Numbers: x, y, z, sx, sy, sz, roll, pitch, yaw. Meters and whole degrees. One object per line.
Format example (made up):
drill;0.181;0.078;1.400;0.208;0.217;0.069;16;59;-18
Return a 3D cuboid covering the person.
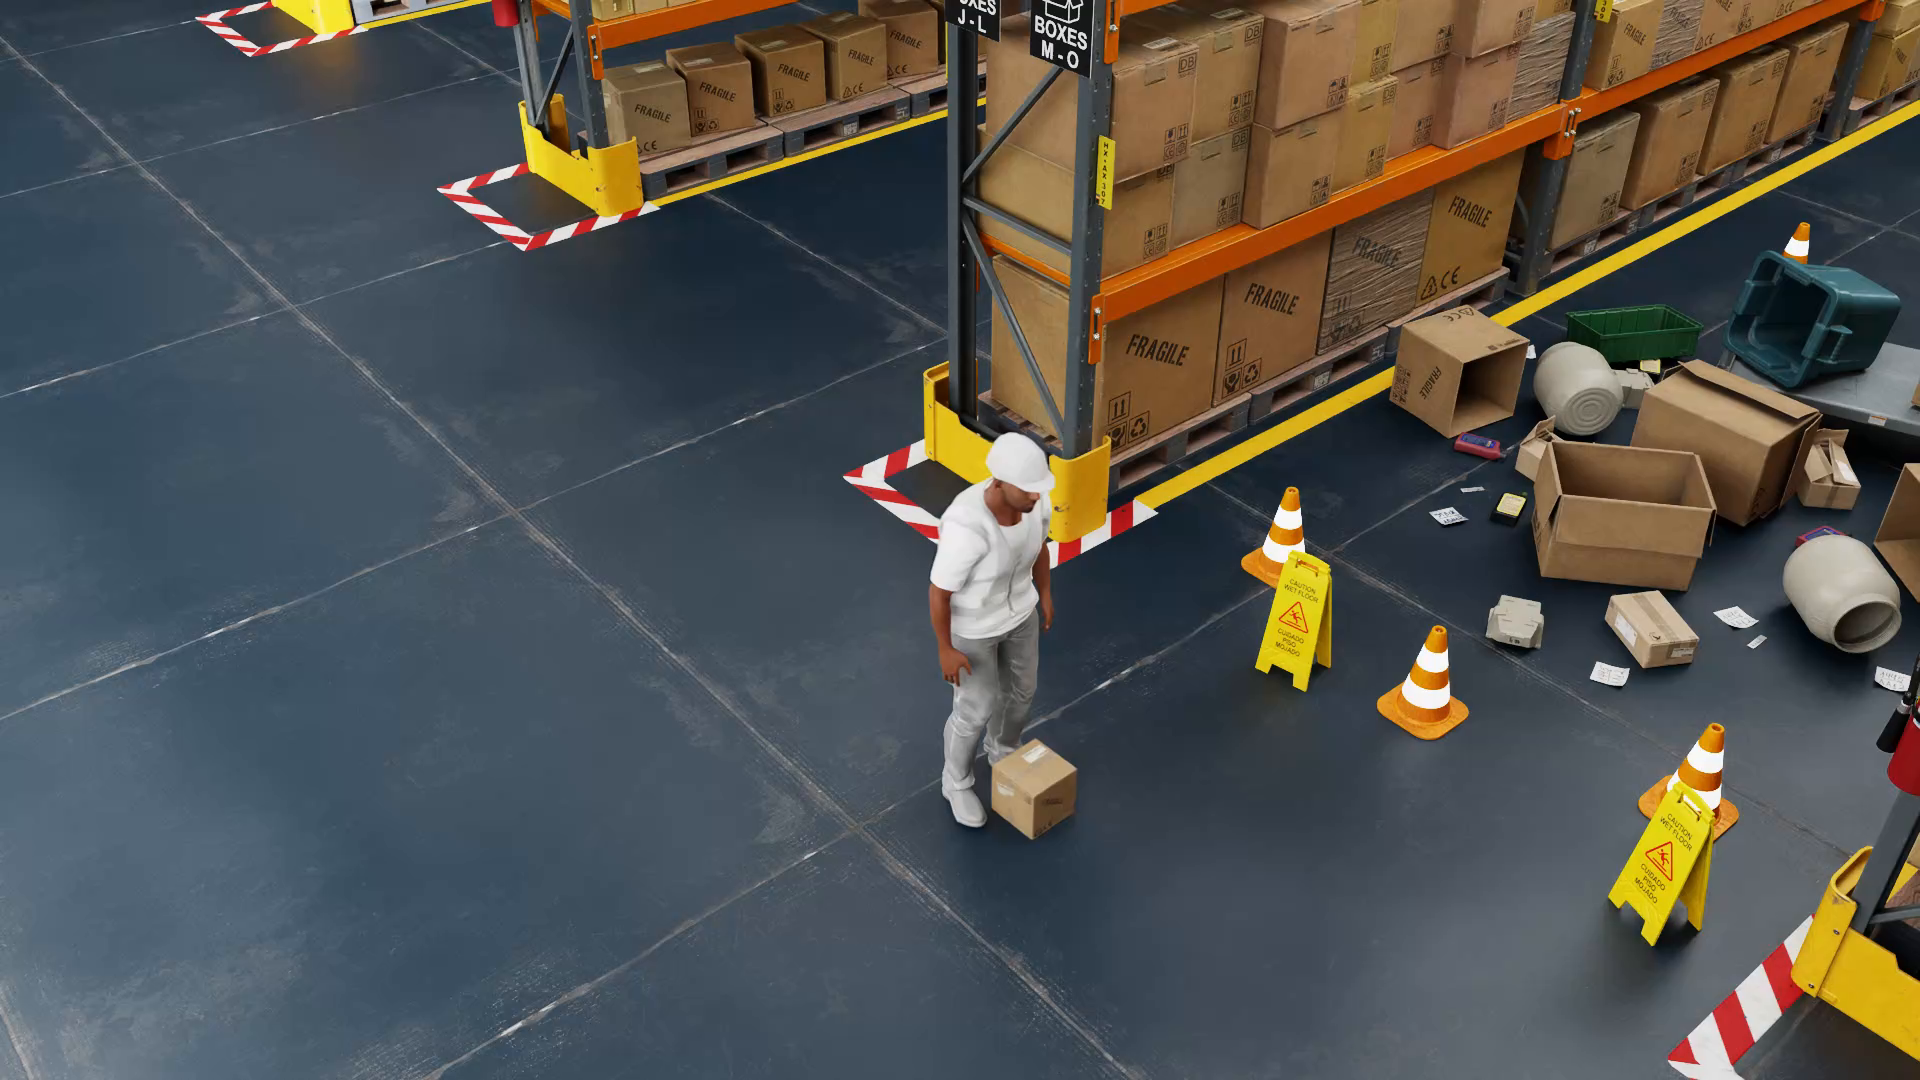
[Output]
person;0.152;0.322;6.616;0.627;1.759;0.462;-29;45;-34
